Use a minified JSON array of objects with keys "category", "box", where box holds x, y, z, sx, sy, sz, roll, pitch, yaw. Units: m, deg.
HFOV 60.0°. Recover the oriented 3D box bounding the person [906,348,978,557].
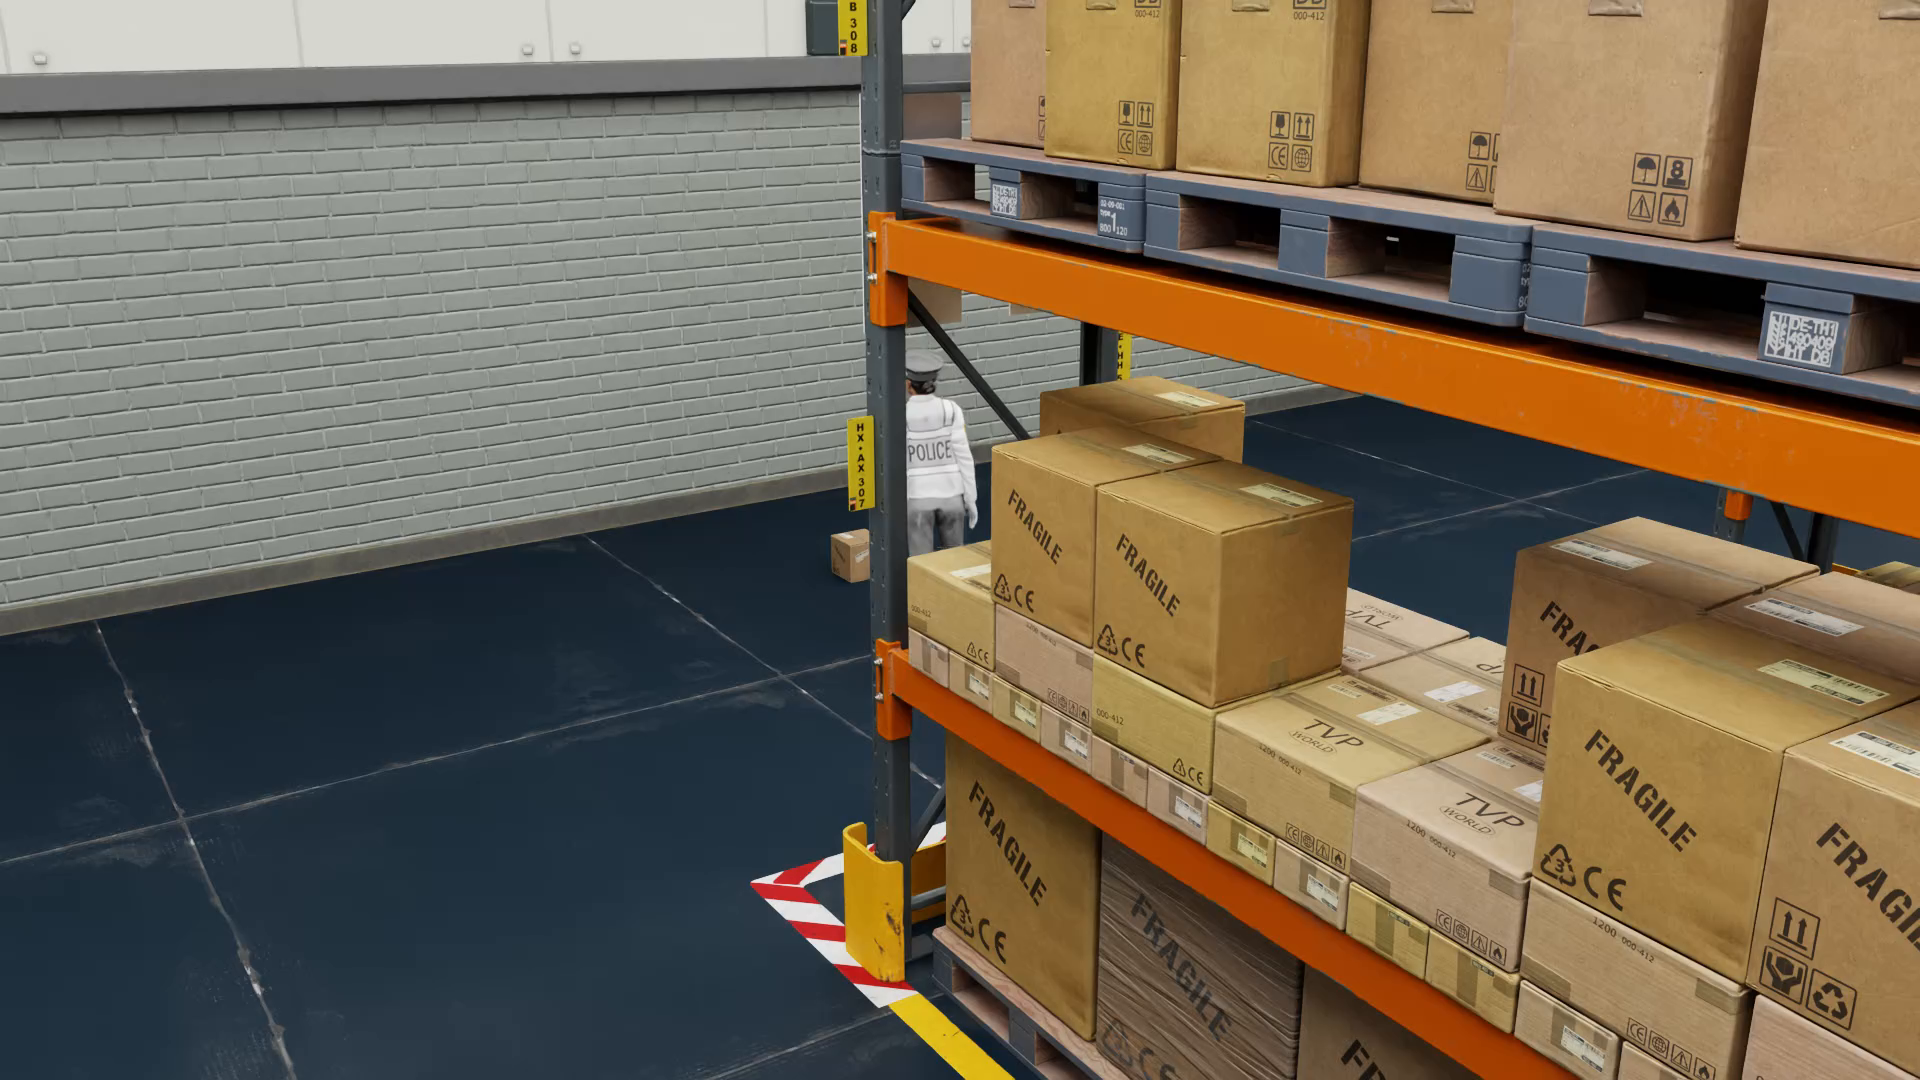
[{"category":"person","box":[-0.161,-0.191,9.082,0.522,1.670,0.466,-4,19,-13]}]
